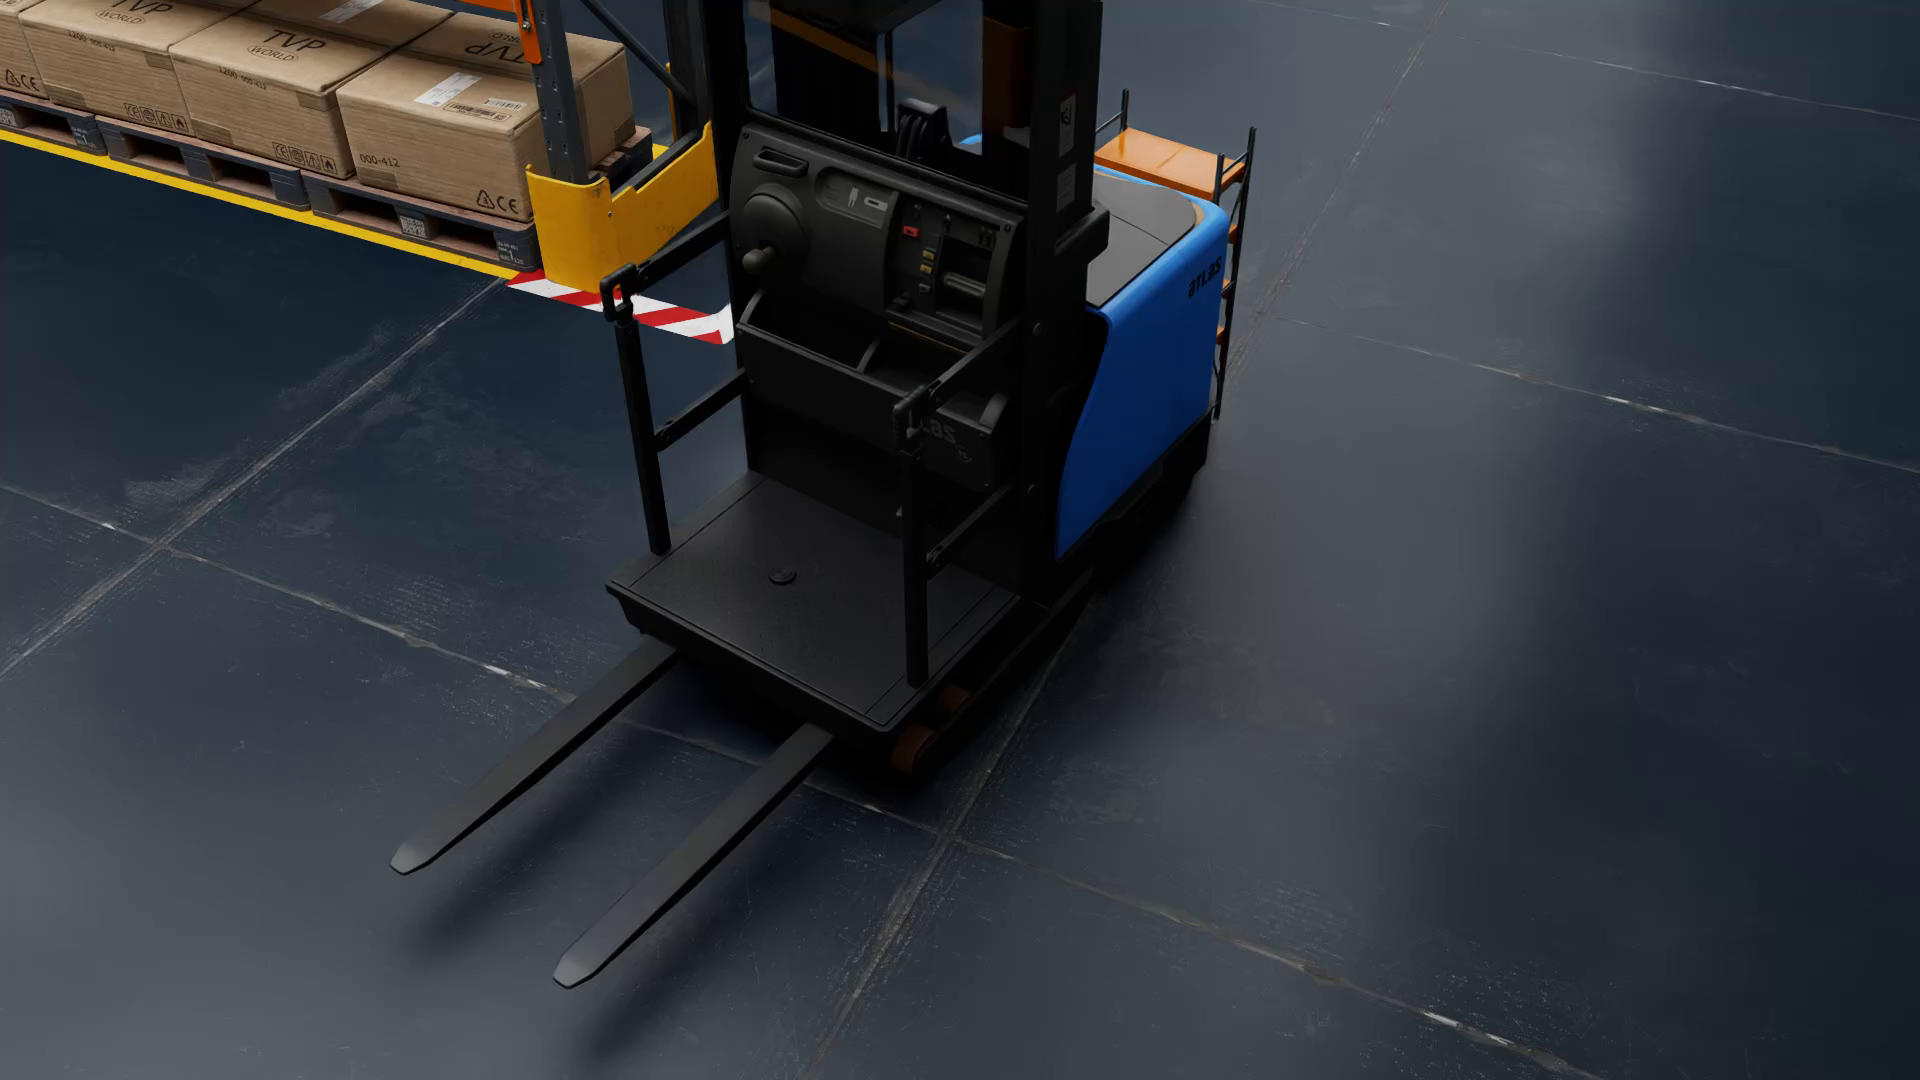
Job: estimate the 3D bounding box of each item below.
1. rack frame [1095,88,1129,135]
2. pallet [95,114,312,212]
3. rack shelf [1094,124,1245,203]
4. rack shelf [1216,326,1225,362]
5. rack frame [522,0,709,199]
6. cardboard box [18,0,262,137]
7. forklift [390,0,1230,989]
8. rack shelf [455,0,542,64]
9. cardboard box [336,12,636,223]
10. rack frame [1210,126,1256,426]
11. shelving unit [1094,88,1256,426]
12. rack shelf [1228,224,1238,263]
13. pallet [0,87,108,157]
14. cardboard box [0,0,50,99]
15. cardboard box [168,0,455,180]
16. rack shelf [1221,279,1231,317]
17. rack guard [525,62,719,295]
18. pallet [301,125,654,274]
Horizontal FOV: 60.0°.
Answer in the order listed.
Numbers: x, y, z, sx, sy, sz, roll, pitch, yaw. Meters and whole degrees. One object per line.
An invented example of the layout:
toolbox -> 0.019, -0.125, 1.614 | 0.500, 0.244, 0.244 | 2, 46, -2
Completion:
rack frame -> 0.506, -1.034, 6.027 | 0.015, 1.200, 0.240 | 25, 47, 26
pallet -> -3.256, -2.004, 7.900 | 1.213, 0.211, 1.003 | 17, 44, 19
rack shelf -> 0.706, -1.239, 5.663 | 0.480, 0.148, 0.258 | 25, 47, 26
rack shelf -> 0.705, -0.741, 6.094 | 0.480, 0.148, 0.258 | 25, 47, 26
rack frame -> -1.396, -2.544, 6.394 | 0.127, 3.000, 1.000 | 17, 44, 19
cardboard box -> -3.686, -2.357, 7.814 | 0.875, 0.438, 0.875 | 16, 43, 17
forklift -> -0.373, -0.761, 4.390 | 1.130, 2.935, 3.031 | 25, 47, 26
rack shelf -> -3.209, -2.826, 7.269 | 4.000, 0.370, 1.077 | 17, 44, 19
cardboard box -> -2.037, -1.858, 7.238 | 0.875, 0.438, 0.875 | 16, 43, 17
rack frame -> 0.905, -0.850, 5.814 | 0.015, 1.200, 0.240 | 25, 47, 26
shelving unit -> 0.705, -0.942, 5.920 | 0.503, 1.200, 0.258 | 25, 47, 26
rack shelf -> 0.705, -1.060, 5.818 | 0.480, 0.148, 0.258 | 25, 47, 26
pallet -> -4.365, -2.341, 8.289 | 1.213, 0.211, 1.003 | 17, 44, 19
cardboard box -> -4.498, -2.604, 8.100 | 0.875, 0.438, 0.875 | 16, 44, 18
cardboard box -> -2.870, -2.106, 7.525 | 0.875, 0.438, 0.875 | 18, 44, 20
rack shelf -> 0.705, -0.891, 5.964 | 0.480, 0.148, 0.258 | 25, 47, 26
rack guard -> -1.375, -1.592, 7.206 | 0.348, 0.500, 1.175 | 17, 44, 19
pallet -> -2.154, -1.665, 7.510 | 1.213, 0.211, 1.003 | 17, 44, 19
